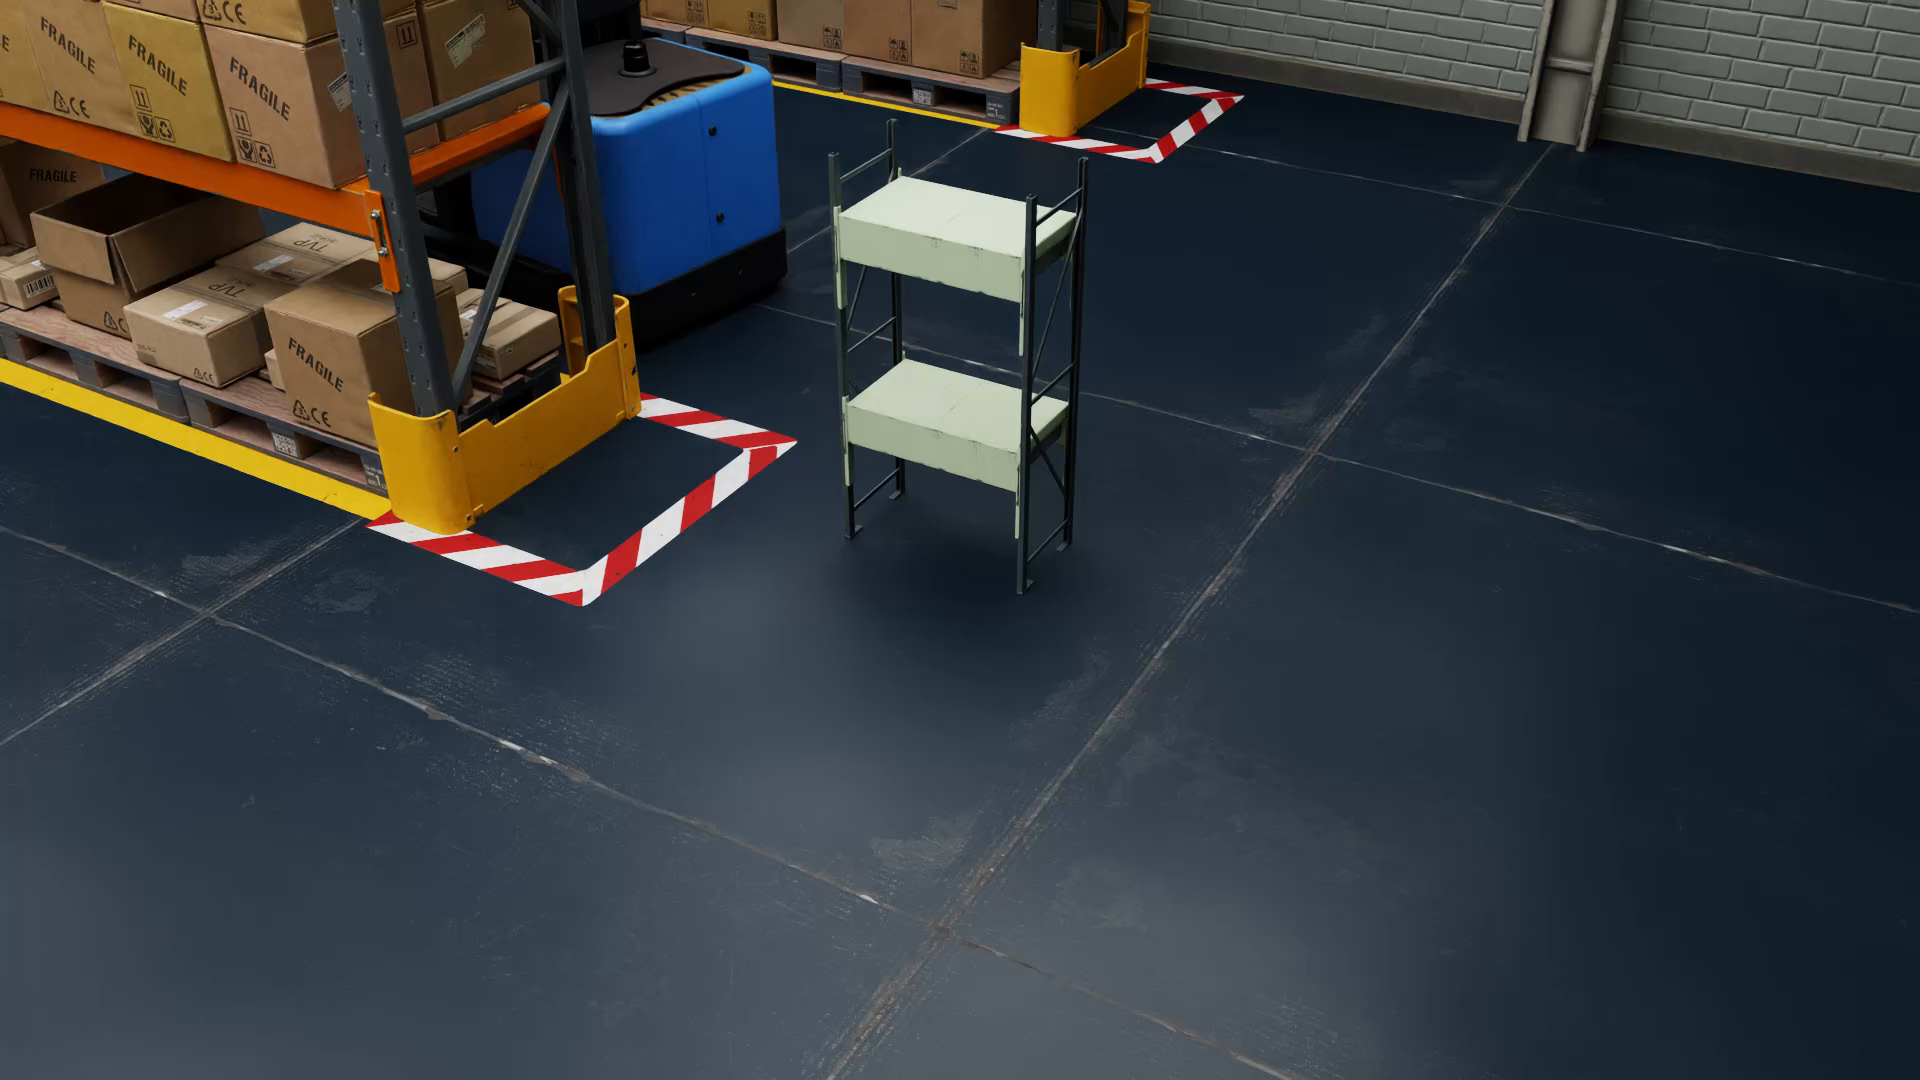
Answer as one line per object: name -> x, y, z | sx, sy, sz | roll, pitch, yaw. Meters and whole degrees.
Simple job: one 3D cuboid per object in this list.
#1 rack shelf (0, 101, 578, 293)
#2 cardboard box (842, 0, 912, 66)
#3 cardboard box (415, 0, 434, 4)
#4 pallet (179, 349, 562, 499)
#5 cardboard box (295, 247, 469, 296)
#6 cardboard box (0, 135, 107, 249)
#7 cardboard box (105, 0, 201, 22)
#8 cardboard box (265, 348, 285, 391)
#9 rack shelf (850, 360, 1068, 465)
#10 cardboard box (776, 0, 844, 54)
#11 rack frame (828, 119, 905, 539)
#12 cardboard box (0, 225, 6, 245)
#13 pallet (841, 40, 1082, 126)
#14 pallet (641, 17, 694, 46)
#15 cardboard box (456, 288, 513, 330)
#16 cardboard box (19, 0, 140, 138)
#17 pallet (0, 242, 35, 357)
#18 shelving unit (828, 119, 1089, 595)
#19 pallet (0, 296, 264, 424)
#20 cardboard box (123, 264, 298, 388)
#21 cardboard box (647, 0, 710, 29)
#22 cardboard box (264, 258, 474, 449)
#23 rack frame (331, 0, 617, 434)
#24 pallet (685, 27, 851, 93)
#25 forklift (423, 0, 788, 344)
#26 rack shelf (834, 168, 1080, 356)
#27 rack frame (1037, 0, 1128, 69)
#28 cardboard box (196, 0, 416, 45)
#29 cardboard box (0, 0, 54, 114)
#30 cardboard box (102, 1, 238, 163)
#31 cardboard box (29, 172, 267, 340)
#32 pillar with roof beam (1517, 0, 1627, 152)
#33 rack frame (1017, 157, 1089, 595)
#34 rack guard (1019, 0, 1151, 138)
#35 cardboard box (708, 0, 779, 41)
rack shelf -> -3.442, -1.811, 6.913 | 4.000, 0.370, 1.077 | 18, 37, 24
cardboard box -> -0.343, -3.362, 10.469 | 0.500, 0.500, 0.700 | 17, 37, 24
cardboard box -> -1.960, -2.267, 5.956 | 0.500, 0.500, 0.500 | 19, 38, 26
pallet -> -2.464, -0.640, 7.020 | 1.213, 0.211, 1.003 | 18, 37, 24
cardboard box -> -2.471, -1.023, 7.164 | 0.500, 0.250, 0.500 | 18, 37, 24
cardboard box -> -4.543, -1.783, 8.080 | 0.500, 0.500, 0.500 | 18, 37, 24
cardboard box -> -2.667, -2.147, 5.776 | 0.500, 0.500, 0.500 | 19, 38, 26
cardboard box -> -2.607, -0.750, 6.830 | 0.250, 0.166, 0.380 | 18, 37, 24
rack shelf -> -0.006, -0.436, 5.964 | 0.686, 0.124, 0.368 | 18, 37, 24
cardboard box -> -0.780, -3.500, 10.676 | 0.500, 0.500, 0.700 | 16, 37, 23
rack frame -> -0.324, -0.727, 5.988 | 0.023, 1.500, 0.400 | 18, 37, 24
cardboard box -> -4.921, -1.505, 7.833 | 0.500, 0.311, 0.500 | 18, 37, 24
pallet -> 0.016, -2.967, 10.515 | 1.213, 0.211, 1.003 | 18, 37, 24
pallet -> -2.102, -3.638, 11.523 | 1.213, 0.211, 1.003 | 18, 37, 24
cardboard box -> -2.115, -0.914, 7.075 | 0.250, 0.166, 0.380 | 18, 37, 24
cardboard box -> -3.112, -1.875, 6.270 | 0.500, 0.500, 0.500 | 18, 38, 25
pallet -> -4.582, -1.311, 8.028 | 1.213, 0.211, 1.003 | 18, 37, 24
shelving unit -> -0.006, -0.626, 5.837 | 0.755, 1.500, 0.431 | 18, 37, 24
pallet -> -3.519, -0.976, 7.525 | 1.213, 0.211, 1.003 | 18, 37, 24
cardboard box -> -3.110, -0.906, 6.988 | 0.500, 0.250, 0.500 | 18, 37, 24
cardboard box -> -1.691, -3.785, 11.104 | 0.500, 0.500, 0.700 | 17, 37, 24
cardboard box -> -2.300, -0.734, 6.505 | 0.500, 0.500, 0.500 | 18, 37, 24
rack frame -> -1.705, -1.561, 5.888 | 0.127, 3.000, 1.000 | 18, 37, 24
pallet -> -1.039, -3.303, 11.020 | 1.213, 0.211, 1.003 | 18, 37, 24
forklift -> -2.308, -2.762, 7.753 | 3.031, 2.935, 1.130 | 24, 40, 31
rack shelf -> -0.006, -0.951, 5.621 | 0.720, 0.370, 0.431 | 18, 37, 24
rack frame -> 0.749, -3.946, 9.469 | 0.127, 3.000, 1.000 | 18, 37, 24
cardboard box -> -2.228, -2.009, 5.568 | 0.500, 0.500, 0.500 | 17, 37, 24
cardboard box -> -3.549, -2.014, 6.478 | 0.500, 0.500, 0.500 | 17, 37, 24
cardboard box -> -2.681, -1.736, 6.060 | 0.500, 0.500, 0.500 | 18, 38, 25
cardboard box -> -3.545, -1.291, 7.337 | 0.637, 0.503, 0.797 | 18, 37, 24
pillar with roof beam -> 1.387, -4.045, 4.205 | 0.400, 9.000, 9.100 | 18, 37, 24
rack frame -> 0.312, -0.525, 5.686 | 0.023, 1.500, 0.400 | 18, 37, 24
rack guard -> 0.770, -2.899, 10.152 | 0.348, 0.500, 1.175 | 18, 37, 24
cardboard box -> -1.246, -3.643, 10.891 | 0.500, 0.500, 0.700 | 18, 38, 25
